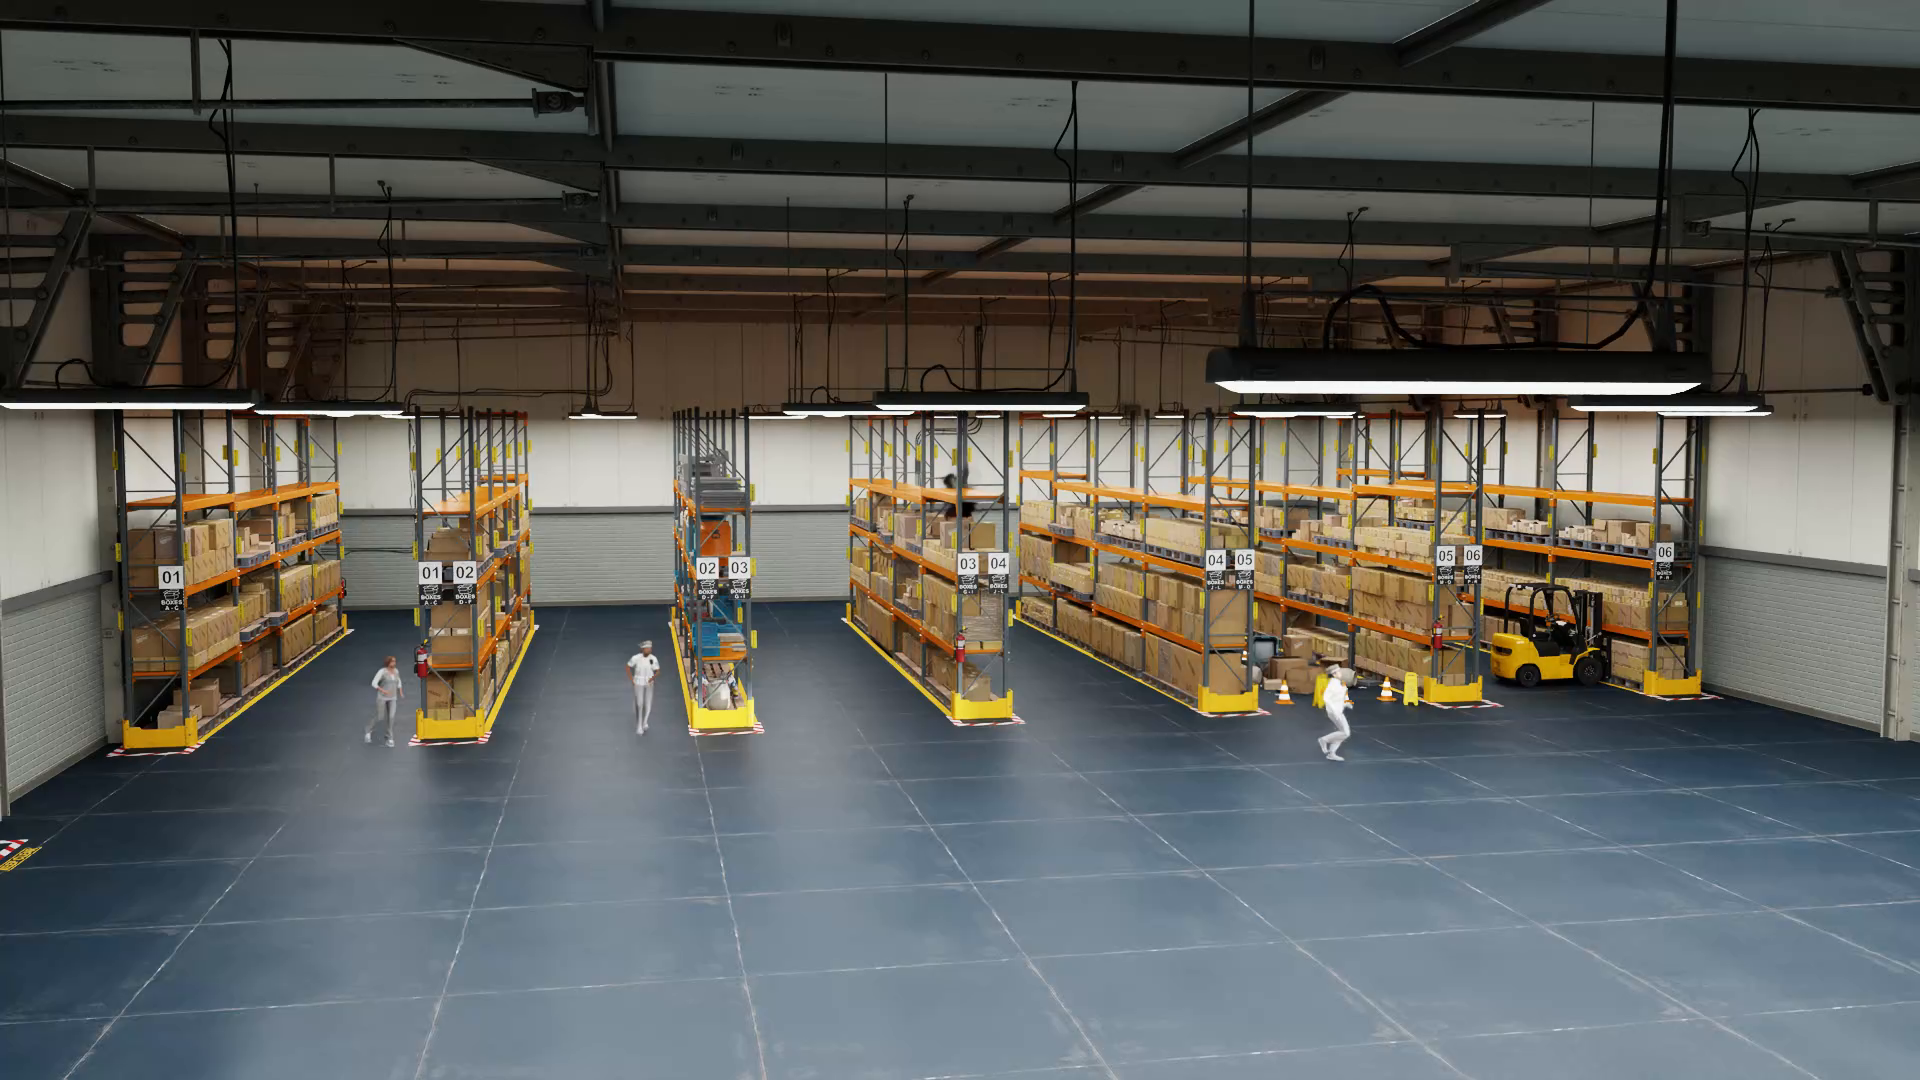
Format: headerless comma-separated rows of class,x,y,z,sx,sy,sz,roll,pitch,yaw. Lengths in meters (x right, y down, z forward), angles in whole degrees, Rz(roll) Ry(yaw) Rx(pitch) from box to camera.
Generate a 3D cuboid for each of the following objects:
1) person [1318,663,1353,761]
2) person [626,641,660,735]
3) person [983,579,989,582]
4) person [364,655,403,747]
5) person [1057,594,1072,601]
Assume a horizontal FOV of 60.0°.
person,6.353,2.905,28.097,0.548,1.654,0.614,1,4,17
person,-5.832,2.717,30.713,0.581,1.713,0.707,-2,4,-23
person,0.334,1.405,48.675,0.999,1.689,0.862,-4,6,-44
person,-10.117,2.825,29.443,0.830,1.568,0.607,4,5,42
person,3.031,1.371,49.675,0.526,1.648,0.684,4,5,42
